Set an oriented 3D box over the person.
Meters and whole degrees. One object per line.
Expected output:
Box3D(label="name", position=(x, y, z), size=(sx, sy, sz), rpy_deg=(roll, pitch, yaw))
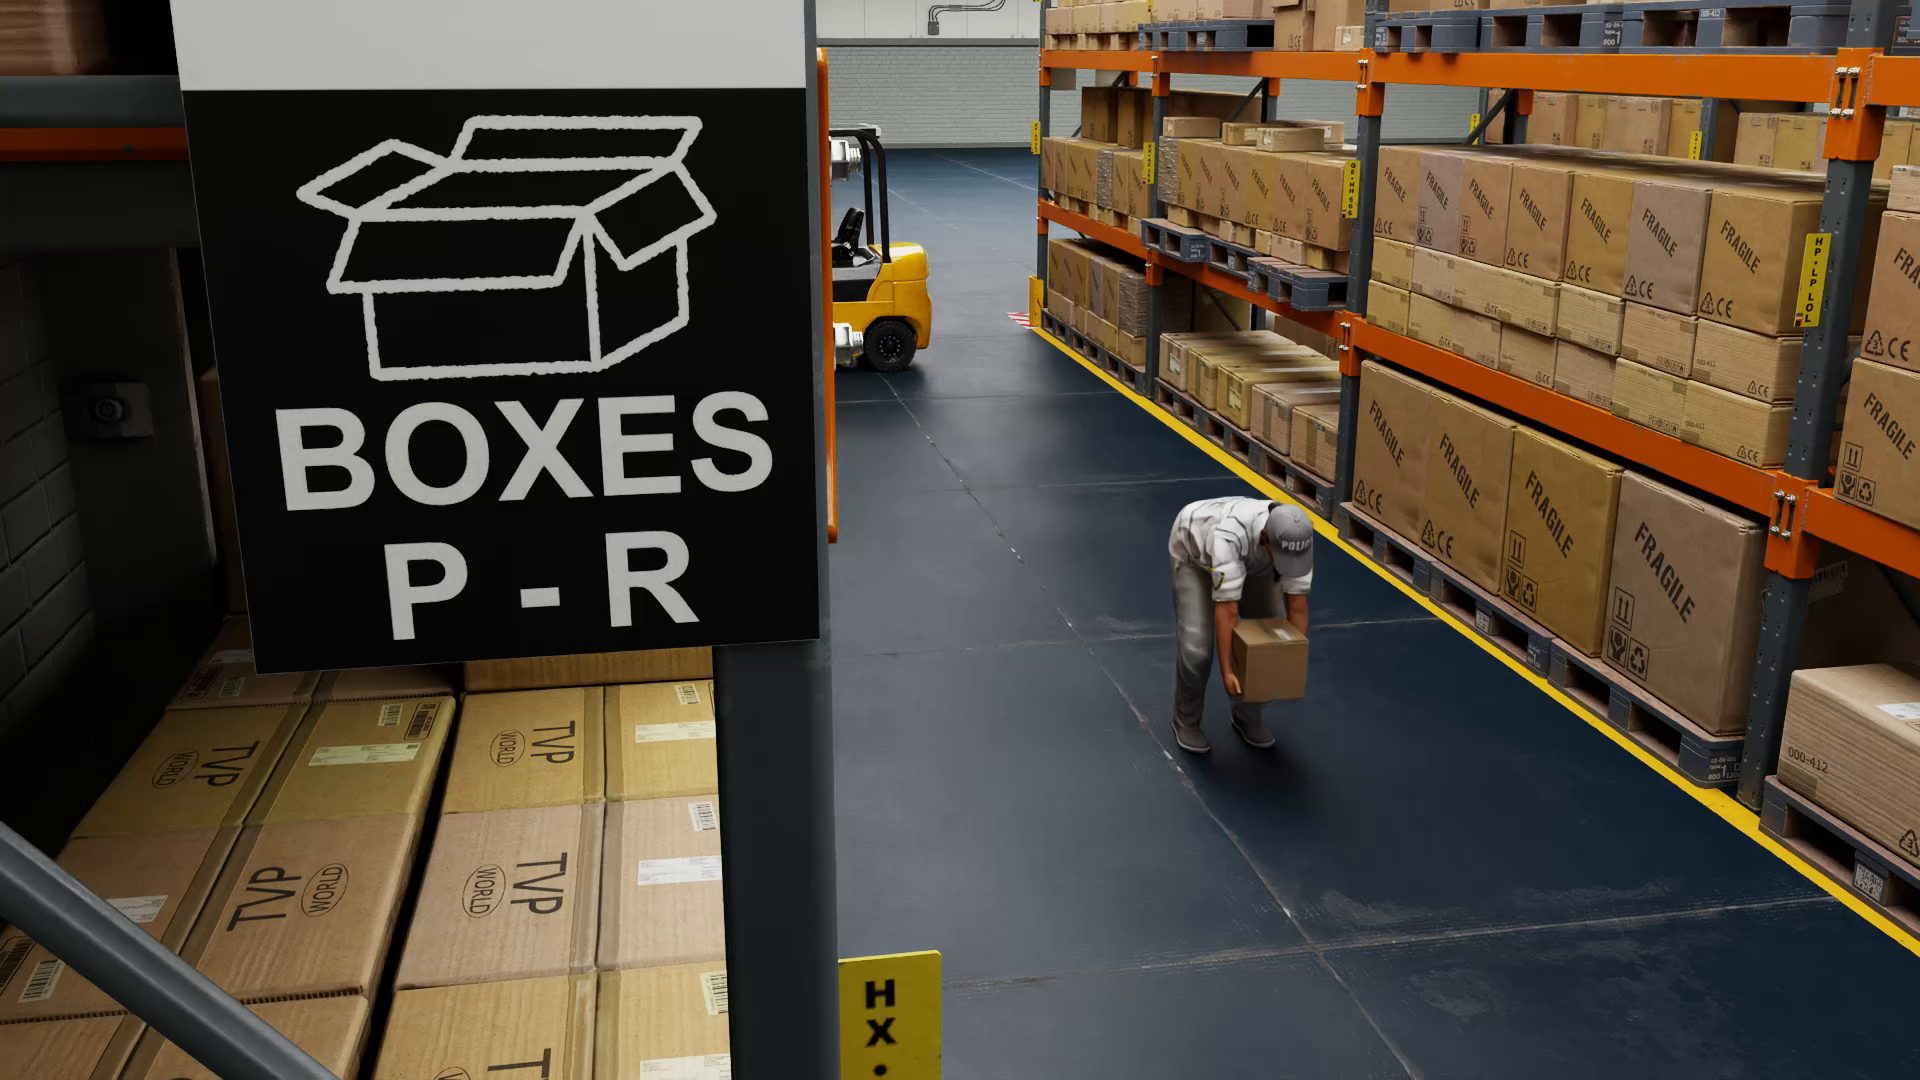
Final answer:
Box3D(label="person", position=(1.157, 0.340, 6.758), size=(0.488, 1.175, 0.894), rpy_deg=(-4, 17, -13))
